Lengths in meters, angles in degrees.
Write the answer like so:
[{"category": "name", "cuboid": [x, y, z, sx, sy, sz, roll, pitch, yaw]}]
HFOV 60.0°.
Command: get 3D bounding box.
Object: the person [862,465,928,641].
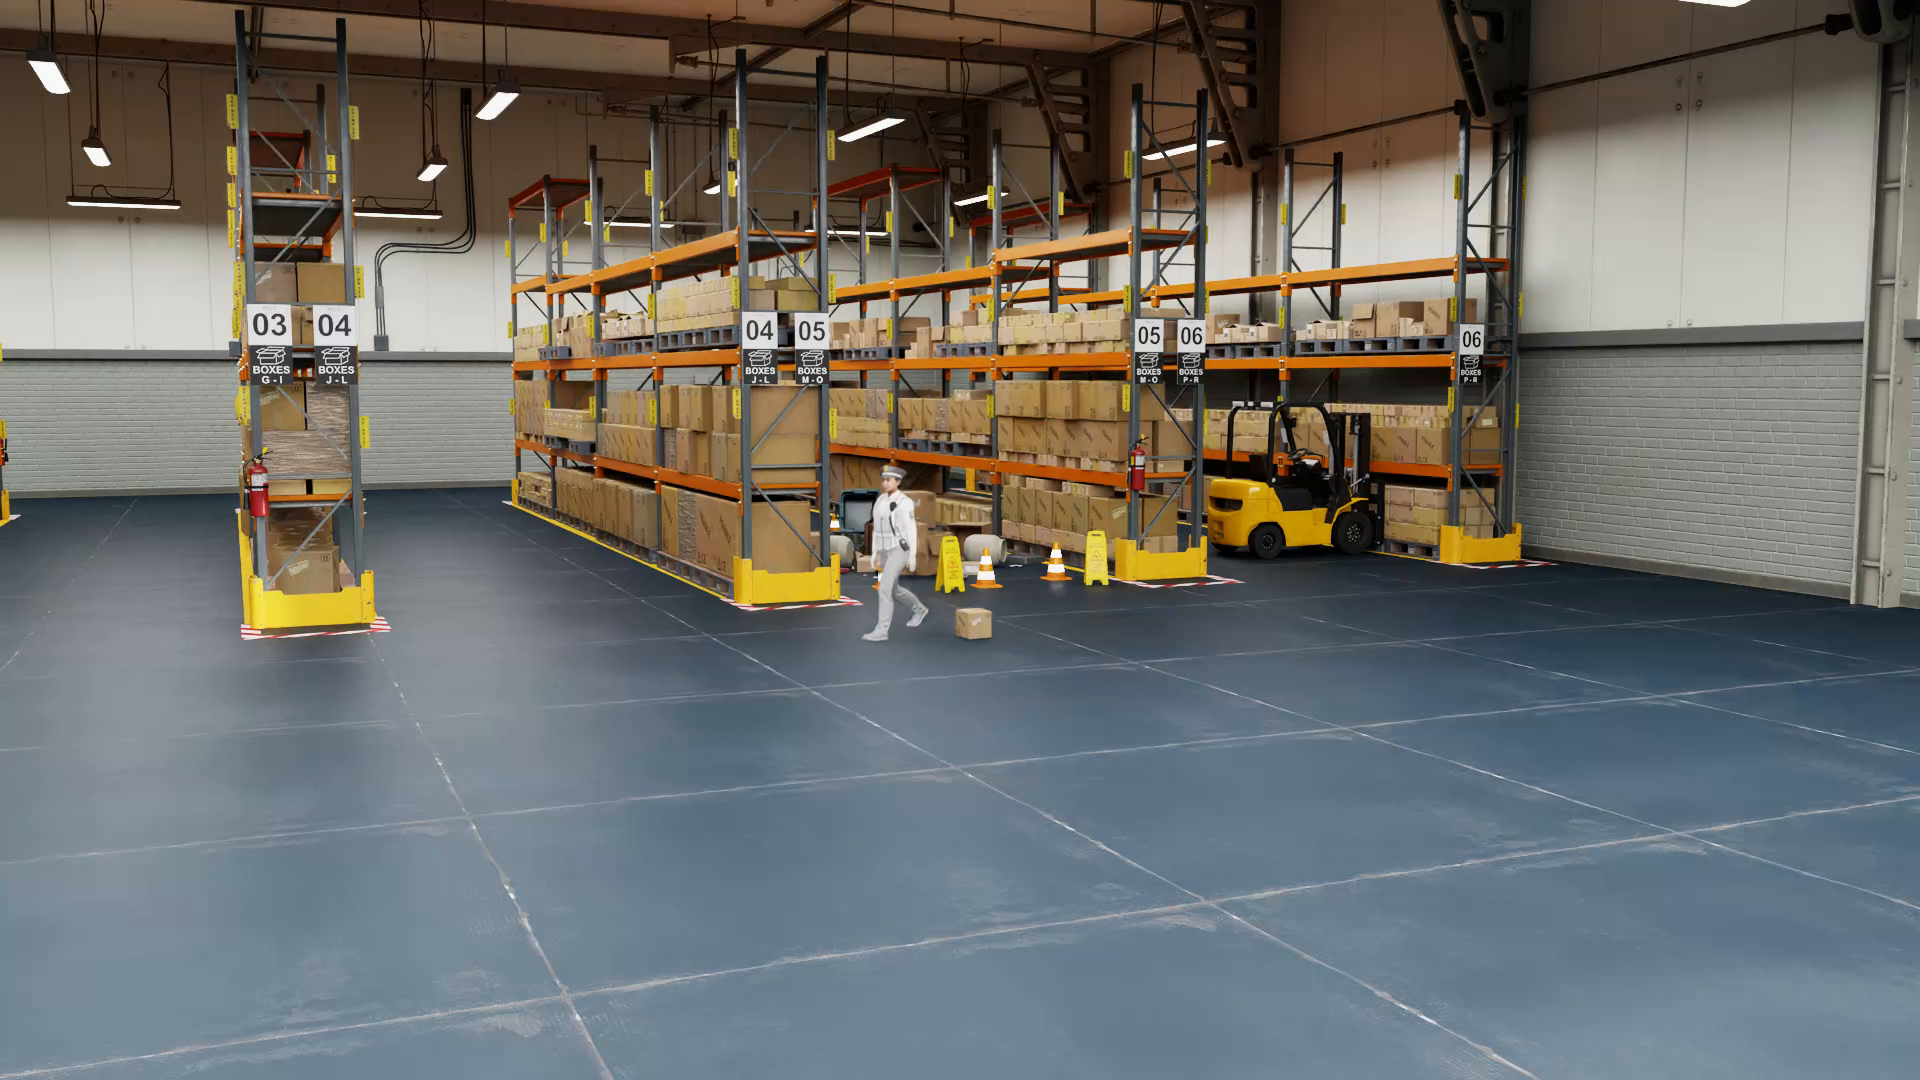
[{"category": "person", "cuboid": [-0.602, 0.100, 15.791, 0.938, 1.646, 0.477, -5, 8, -43]}]
